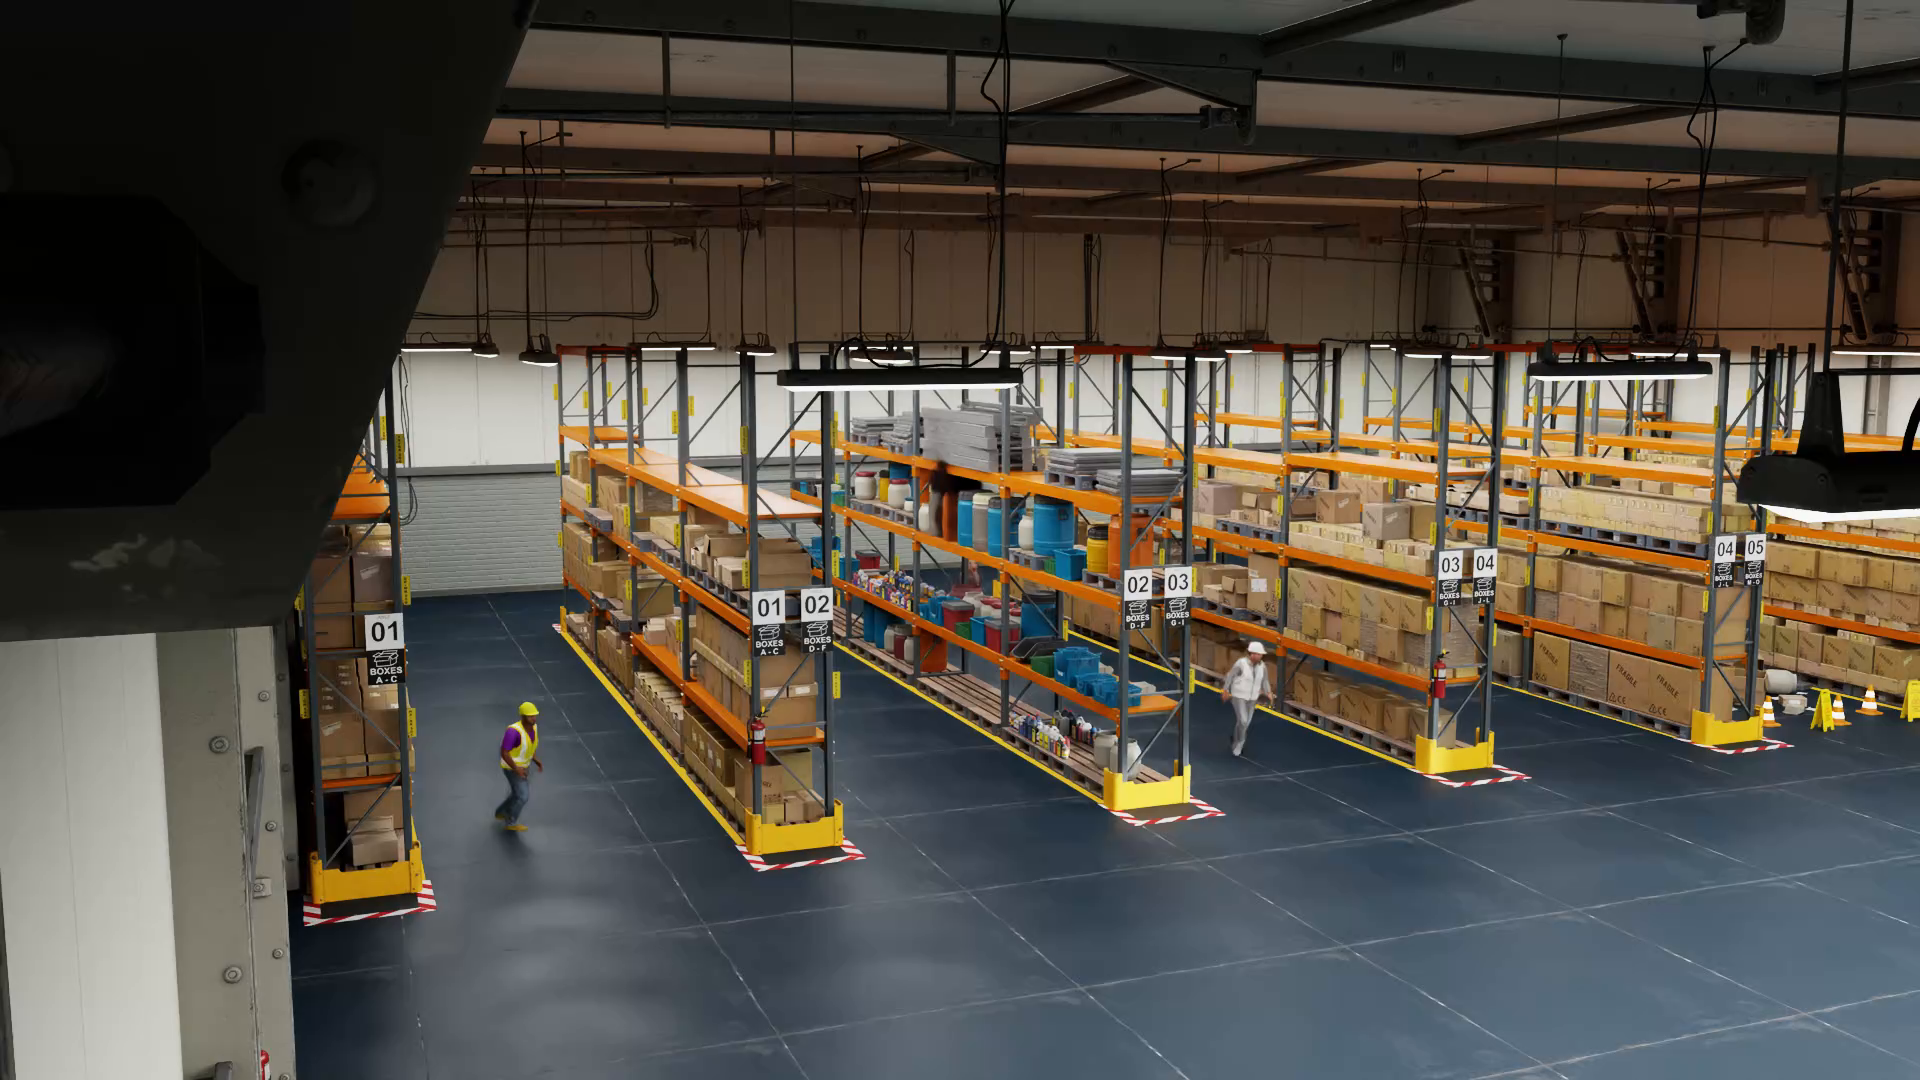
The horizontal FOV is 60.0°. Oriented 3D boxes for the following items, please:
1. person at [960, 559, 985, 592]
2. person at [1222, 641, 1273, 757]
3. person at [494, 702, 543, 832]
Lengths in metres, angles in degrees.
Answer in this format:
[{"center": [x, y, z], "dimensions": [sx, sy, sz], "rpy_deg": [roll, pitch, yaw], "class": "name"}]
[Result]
[{"center": [0.250, 1.259, 33.132], "dimensions": [0.679, 1.823, 0.908], "rpy_deg": [-5, 9, -37], "class": "person"}, {"center": [4.280, 2.337, 24.852], "dimensions": [0.643, 1.719, 0.747], "rpy_deg": [-3, 8, -24], "class": "person"}, {"center": [-5.598, 2.855, 20.906], "dimensions": [0.797, 1.696, 0.663], "rpy_deg": [2, 7, 13], "class": "person"}]
